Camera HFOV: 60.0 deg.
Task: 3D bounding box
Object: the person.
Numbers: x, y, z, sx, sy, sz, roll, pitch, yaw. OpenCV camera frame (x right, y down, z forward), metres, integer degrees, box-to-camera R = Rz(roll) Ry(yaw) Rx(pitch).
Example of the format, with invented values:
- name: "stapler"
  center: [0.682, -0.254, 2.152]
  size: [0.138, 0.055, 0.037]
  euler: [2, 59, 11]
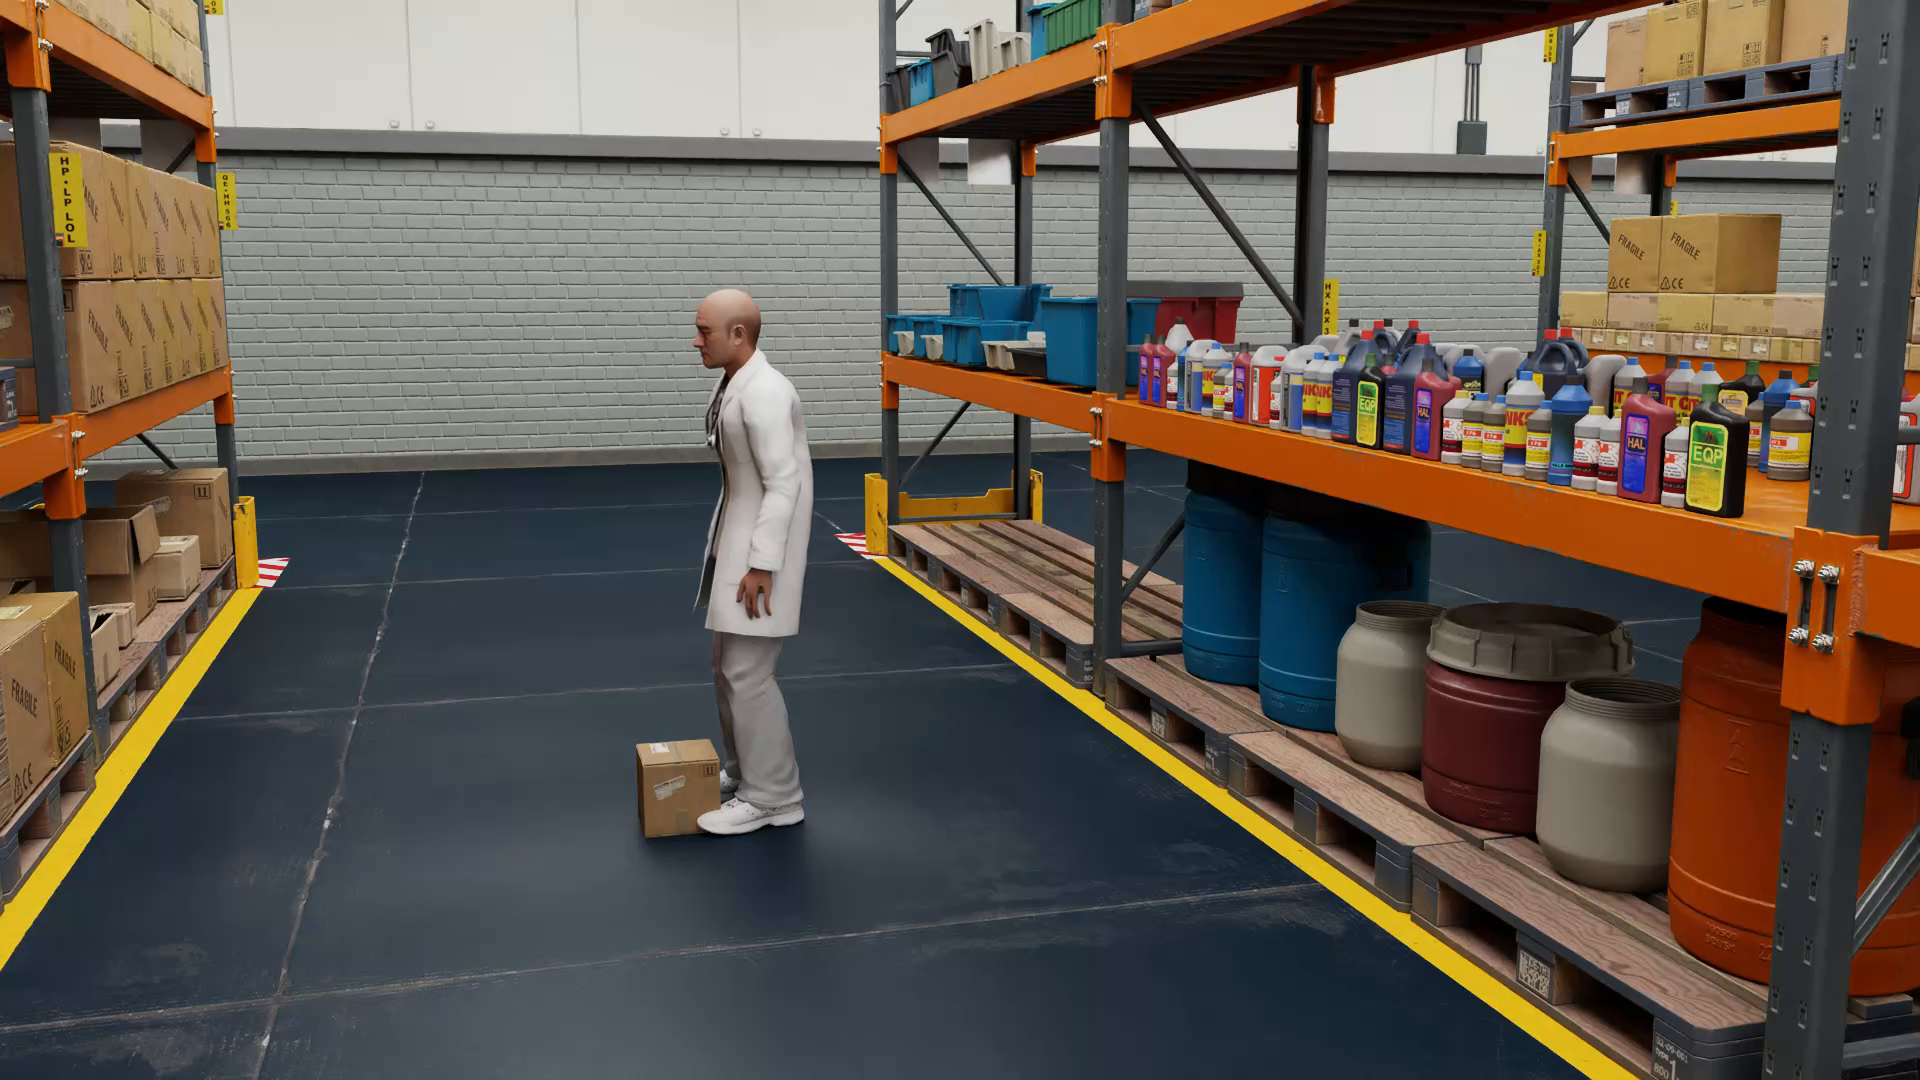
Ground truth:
- name: "person"
  center: [-0.705, 0.066, 5.507]
  size: [0.425, 1.774, 0.653]
  euler: [-3, 10, -19]
